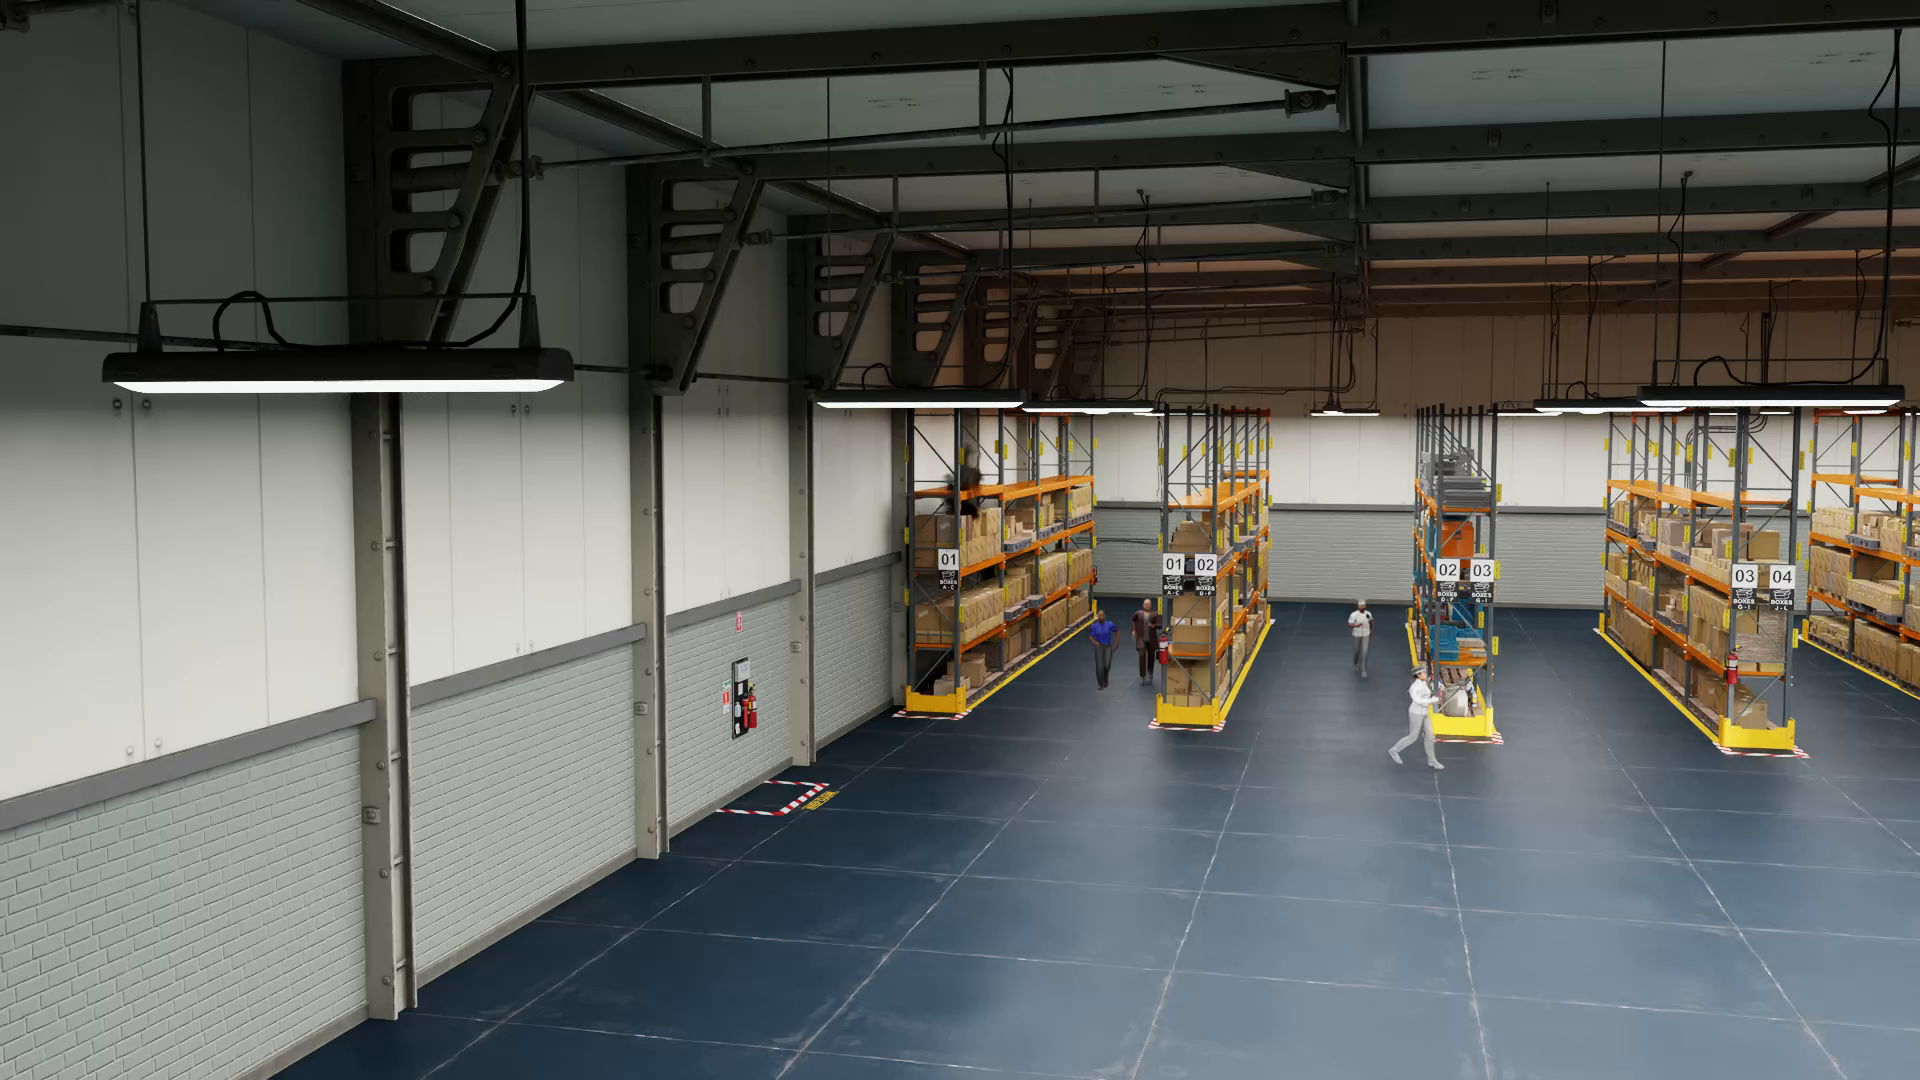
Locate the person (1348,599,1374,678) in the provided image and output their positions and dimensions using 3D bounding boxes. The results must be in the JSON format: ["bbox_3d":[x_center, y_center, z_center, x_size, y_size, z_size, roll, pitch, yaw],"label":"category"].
[{"bbox_3d":[8.933,2.156,37.062,0.604,1.702,0.900,0,4,4],"label":"person"}]

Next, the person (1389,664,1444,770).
[{"bbox_3d":[7.488,2.874,27.216,0.897,1.696,0.638,3,5,31],"label":"person"}]

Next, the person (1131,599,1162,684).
[{"bbox_3d":[4.058,2.174,36.126,0.695,1.780,1.046,0,4,6],"label":"person"}]

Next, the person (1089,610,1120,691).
[{"bbox_3d":[2.876,2.215,33.227,0.602,1.637,0.683,1,4,8],"label":"person"}]
